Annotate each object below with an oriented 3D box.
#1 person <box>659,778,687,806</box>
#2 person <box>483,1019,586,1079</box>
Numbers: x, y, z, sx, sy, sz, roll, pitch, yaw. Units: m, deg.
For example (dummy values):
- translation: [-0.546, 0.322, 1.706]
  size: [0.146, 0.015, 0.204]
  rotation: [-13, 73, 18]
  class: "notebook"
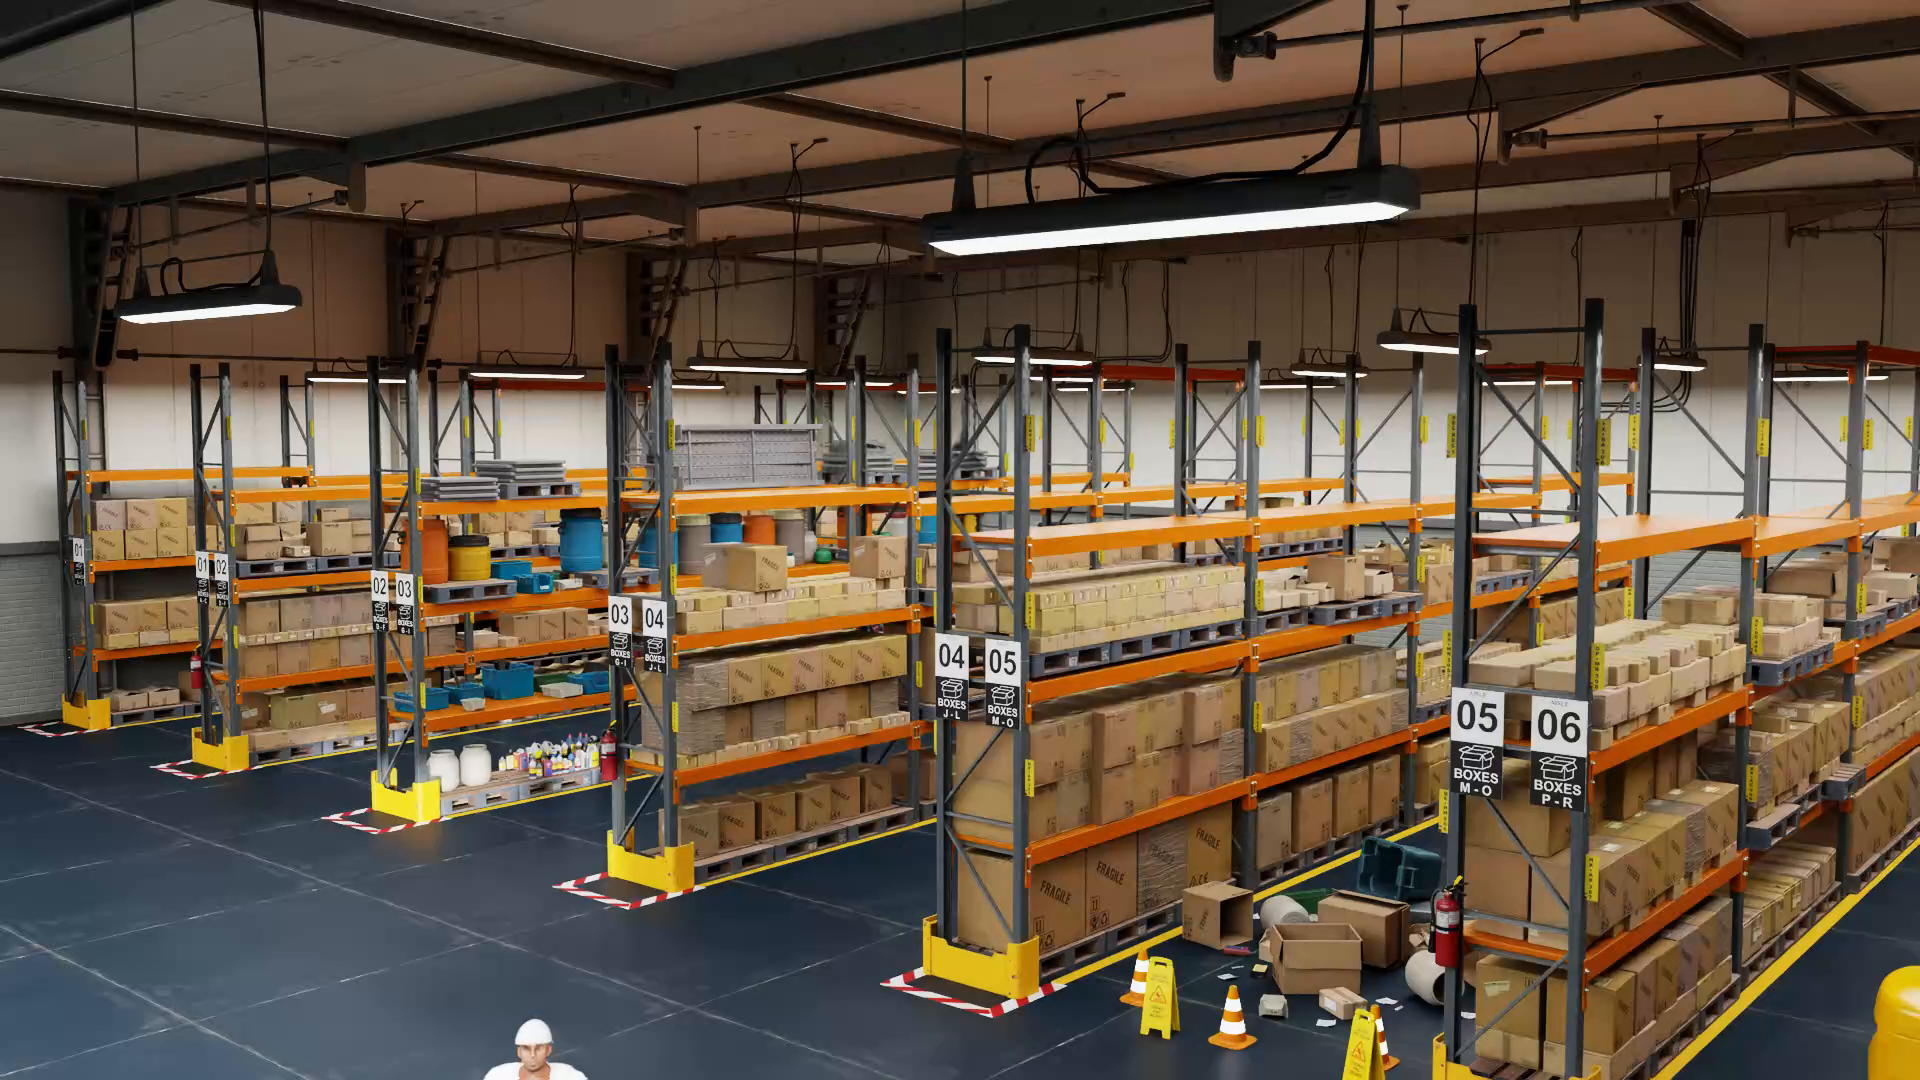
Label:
- translation: [-3.649, 2.757, 21.500]
  size: [0.660, 1.732, 0.634]
  rotation: [2, 4, 23]
  class: "person"
- translation: [-2.420, 3.624, 9.439]
  size: [0.685, 1.829, 0.653]
  rotation: [-1, 4, -10]
  class: "person"
